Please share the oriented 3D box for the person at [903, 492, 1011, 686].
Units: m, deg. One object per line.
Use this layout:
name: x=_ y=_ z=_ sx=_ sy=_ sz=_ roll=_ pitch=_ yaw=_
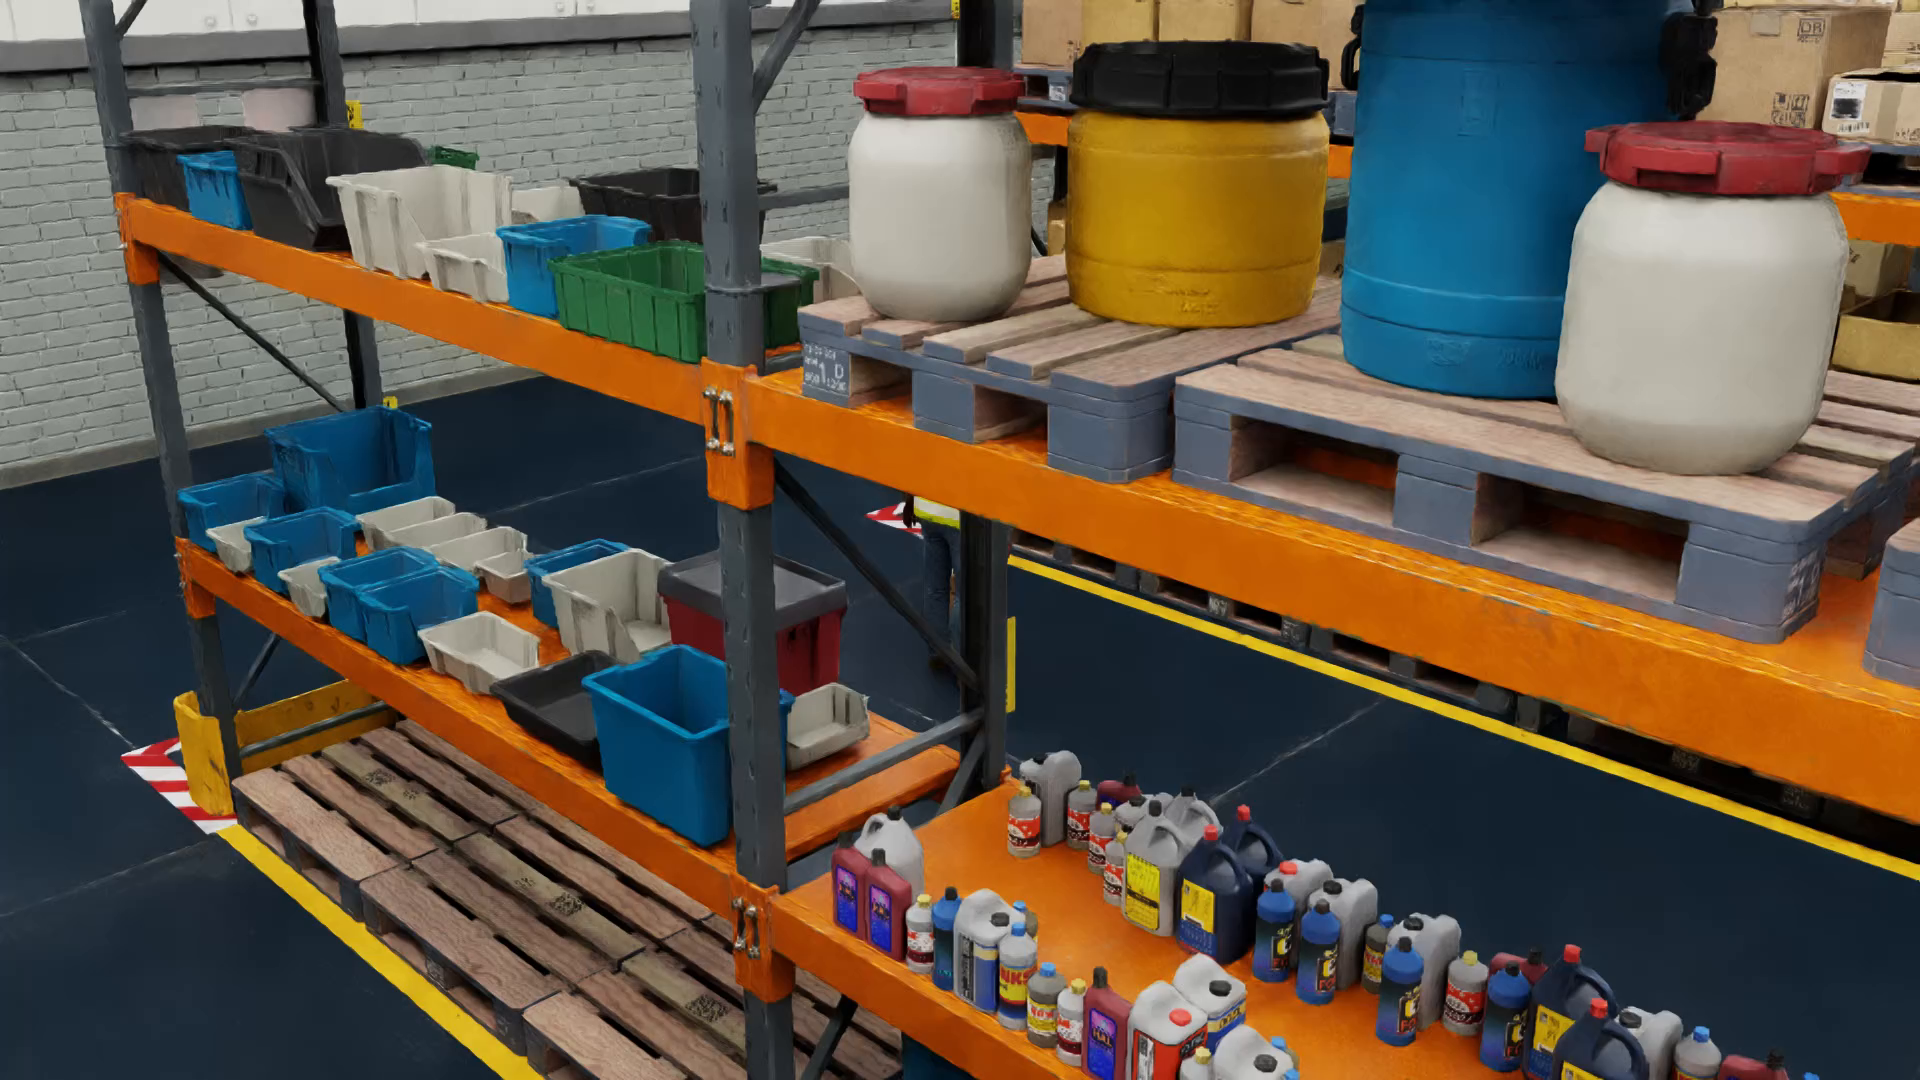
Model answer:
person: x=-0.014 y=-0.128 z=8.816 sx=0.690 sy=1.770 sz=0.445 roll=11 pitch=23 yaw=28
